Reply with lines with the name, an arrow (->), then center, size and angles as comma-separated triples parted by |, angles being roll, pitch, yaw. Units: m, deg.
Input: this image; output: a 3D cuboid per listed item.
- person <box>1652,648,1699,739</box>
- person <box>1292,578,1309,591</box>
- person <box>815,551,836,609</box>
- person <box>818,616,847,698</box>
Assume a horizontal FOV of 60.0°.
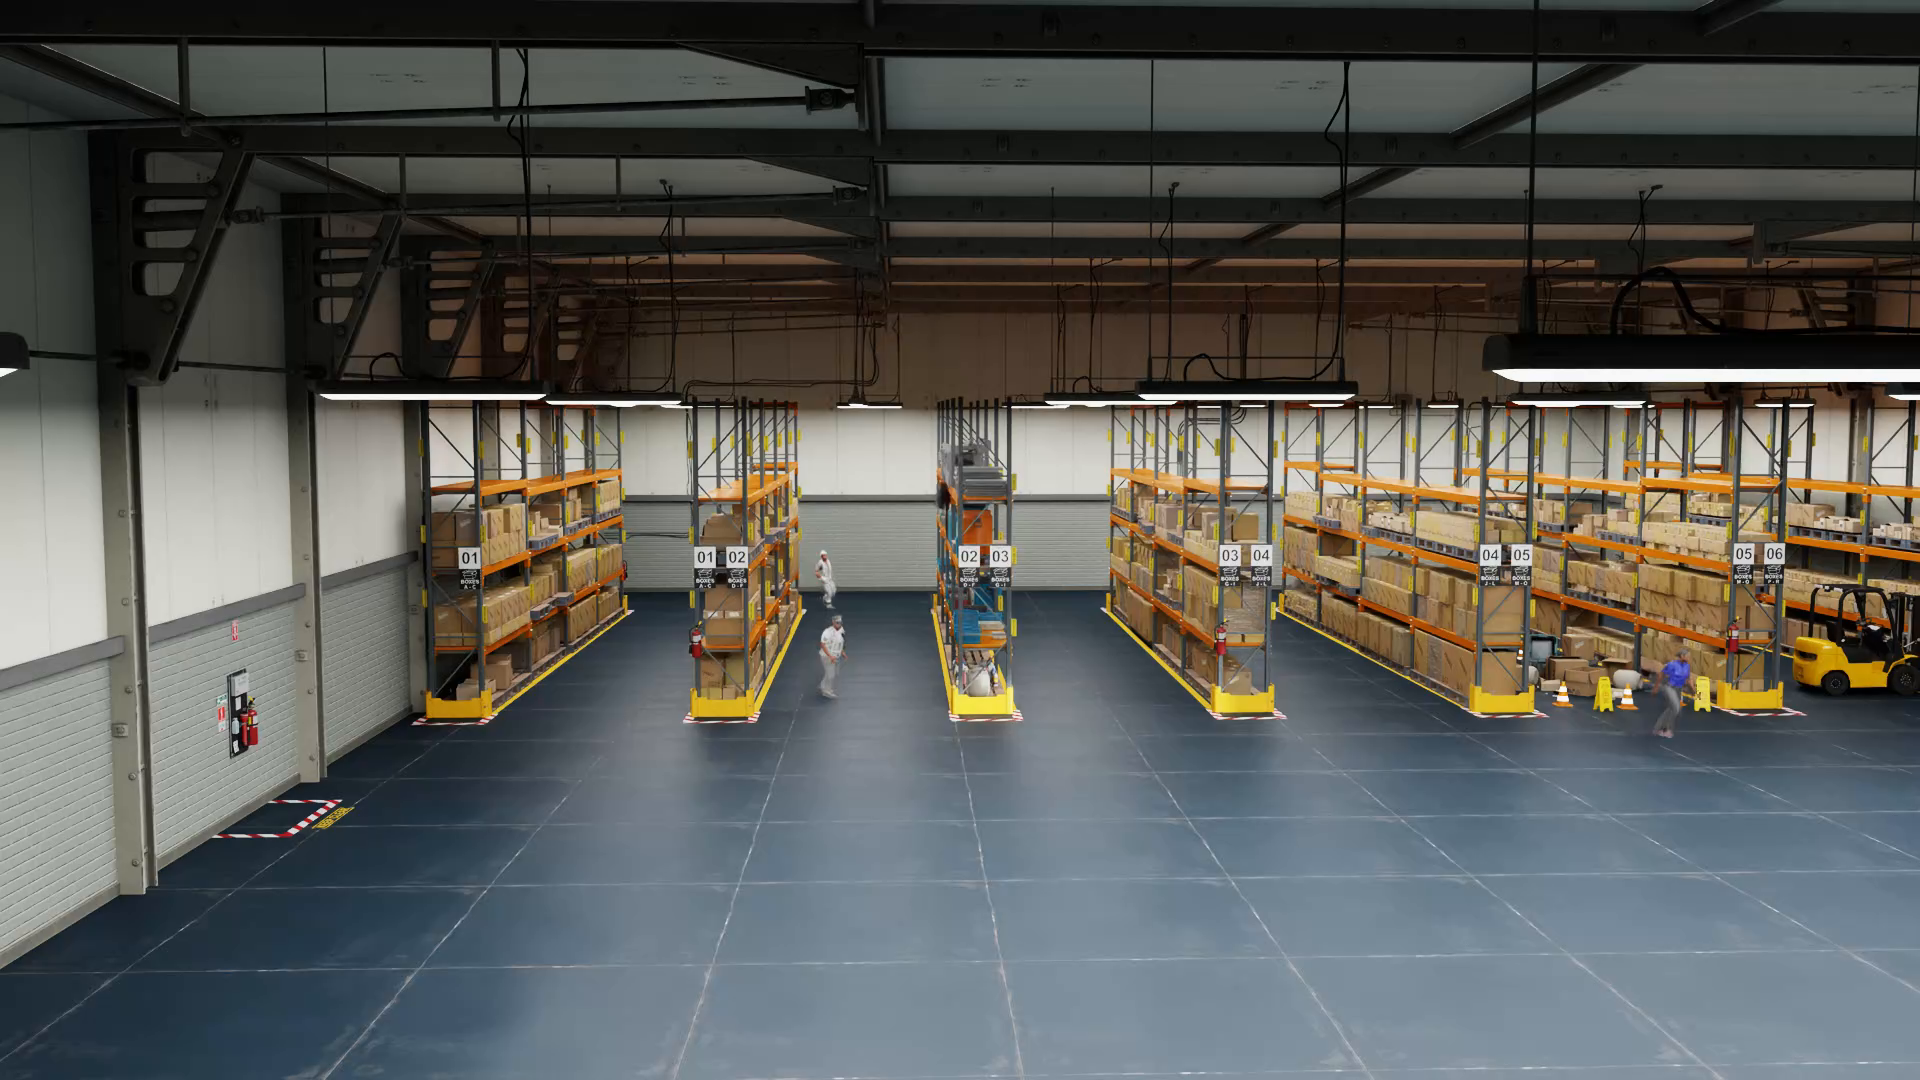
person -> 12.506, 2.663, 29.109 | 0.552, 1.592, 0.743 | -2, 5, -28
person -> 10.107, 1.132, 48.833 | 0.663, 1.727, 0.715 | 0, 4, -5
person -> -3.922, 1.161, 48.002 | 0.575, 1.726, 0.705 | 4, 6, 41
person -> -2.625, 2.322, 33.284 | 0.793, 1.702, 0.663 | 3, 5, 36
